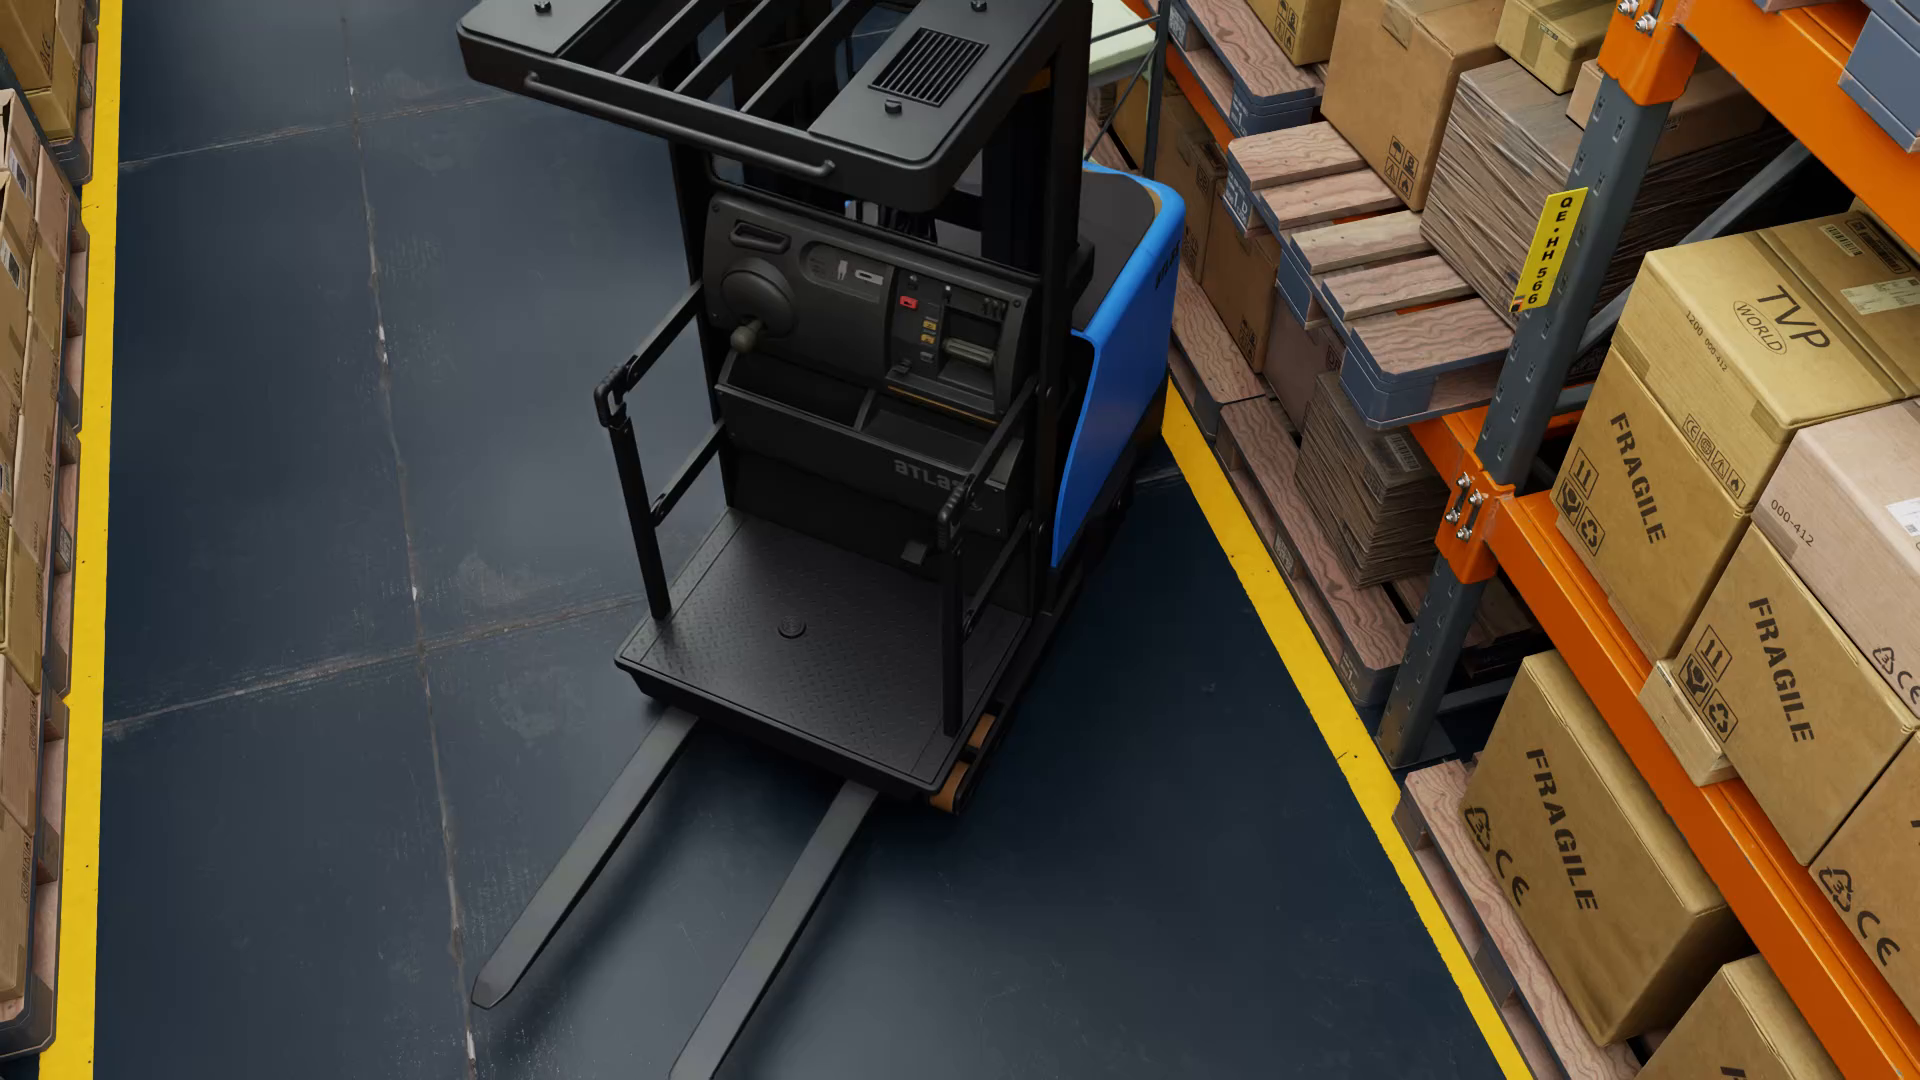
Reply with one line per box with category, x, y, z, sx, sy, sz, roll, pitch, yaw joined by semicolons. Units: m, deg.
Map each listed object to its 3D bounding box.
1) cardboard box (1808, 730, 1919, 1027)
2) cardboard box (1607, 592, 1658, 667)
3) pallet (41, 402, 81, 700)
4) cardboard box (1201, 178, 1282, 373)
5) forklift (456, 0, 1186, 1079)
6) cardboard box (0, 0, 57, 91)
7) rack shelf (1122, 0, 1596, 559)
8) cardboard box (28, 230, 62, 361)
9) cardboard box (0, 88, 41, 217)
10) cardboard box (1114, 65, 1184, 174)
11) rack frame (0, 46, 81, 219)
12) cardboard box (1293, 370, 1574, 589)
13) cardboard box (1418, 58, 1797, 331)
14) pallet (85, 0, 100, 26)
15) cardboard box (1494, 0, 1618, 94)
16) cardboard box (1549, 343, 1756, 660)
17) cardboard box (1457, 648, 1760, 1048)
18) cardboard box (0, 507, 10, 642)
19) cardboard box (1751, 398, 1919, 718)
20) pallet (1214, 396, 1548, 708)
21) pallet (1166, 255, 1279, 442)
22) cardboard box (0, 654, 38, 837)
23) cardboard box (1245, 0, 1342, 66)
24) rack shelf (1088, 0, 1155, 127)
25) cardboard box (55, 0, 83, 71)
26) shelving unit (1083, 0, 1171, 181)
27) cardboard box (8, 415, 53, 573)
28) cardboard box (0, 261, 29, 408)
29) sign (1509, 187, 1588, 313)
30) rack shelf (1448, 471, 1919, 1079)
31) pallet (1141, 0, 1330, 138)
cardboard box;1.985;0.618;2.994;0.500;0.500;0.500;-14;51;-11
cardboard box;1.736;0.146;3.816;0.380;0.149;0.250;-13;51;-10
pallet;-3.501;0.115;5.515;1.003;0.211;1.213;-13;51;-11
cardboard box;1.316;-1.017;5.992;0.700;0.500;0.500;-14;51;-11
forklift;-0.353;-0.510;4.263;1.130;2.935;3.031;20;53;16
cardboard box;-3.958;-2.106;6.597;0.500;0.500;0.500;-13;51;-11
rack shelf;1.202;-1.636;5.638;1.077;0.370;4.000;-13;51;-11
cardboard box;-3.573;-0.848;6.027;0.500;0.250;0.500;-14;51;-12
cardboard box;-3.727;-1.405;6.130;0.500;0.311;0.500;-13;51;-11
cardboard box;1.045;-1.765;6.623;0.700;0.500;0.500;-14;51;-12
rack frame;-4.120;-2.206;5.648;1.000;3.000;0.127;-13;51;-11
cardboard box;1.531;-0.258;5.352;0.700;0.500;0.500;-13;51;-10
cardboard box;1.645;-0.922;4.213;0.700;0.500;0.500;-19;52;-15
pallet;-4.680;-2.790;7.964;1.003;0.211;1.213;-13;51;-11
cardboard box;1.554;-1.267;4.079;0.380;0.149;0.250;-21;53;-17
cardboard box;1.693;-0.129;3.624;0.500;0.500;0.500;-12;51;-10
cardboard box;1.886;0.717;4.315;0.750;0.750;0.750;-14;51;-11
cardboard box;-3.124;0.082;4.876;0.500;0.311;0.500;-15;51;-12
cardboard box;1.841;-0.001;3.026;0.500;0.250;0.500;-14;51;-11
pallet;1.564;-0.080;5.679;1.003;0.211;1.213;-13;51;-11
pallet;1.207;-0.969;6.429;1.003;0.211;1.213;-13;51;-11
cardboard box;-2.961;0.650;4.764;0.500;0.250;0.500;-15;51;-12
cardboard box;1.255;-1.827;4.976;0.700;0.500;0.500;-13;51;-11
rack shelf;0.318;-1.693;5.681;0.431;0.370;0.720;-23;54;-18
cardboard box;-4.111;-2.229;7.191;0.500;0.250;0.500;-13;51;-11
shelving unit;0.322;-1.444;5.982;0.431;1.500;0.755;-23;54;-18
cardboard box;-3.272;-0.103;5.398;0.500;0.250;0.500;-12;51;-10
cardboard box;-3.421;-0.661;5.503;0.500;0.311;0.500;-13;51;-11
sign;1.278;-0.626;3.610;0.100;0.325;0.005;-13;51;-11
rack shelf;2.385;1.285;3.175;1.077;0.370;4.000;-13;51;-11
pallet;1.169;-1.782;5.416;1.003;0.211;1.213;-13;51;-11
